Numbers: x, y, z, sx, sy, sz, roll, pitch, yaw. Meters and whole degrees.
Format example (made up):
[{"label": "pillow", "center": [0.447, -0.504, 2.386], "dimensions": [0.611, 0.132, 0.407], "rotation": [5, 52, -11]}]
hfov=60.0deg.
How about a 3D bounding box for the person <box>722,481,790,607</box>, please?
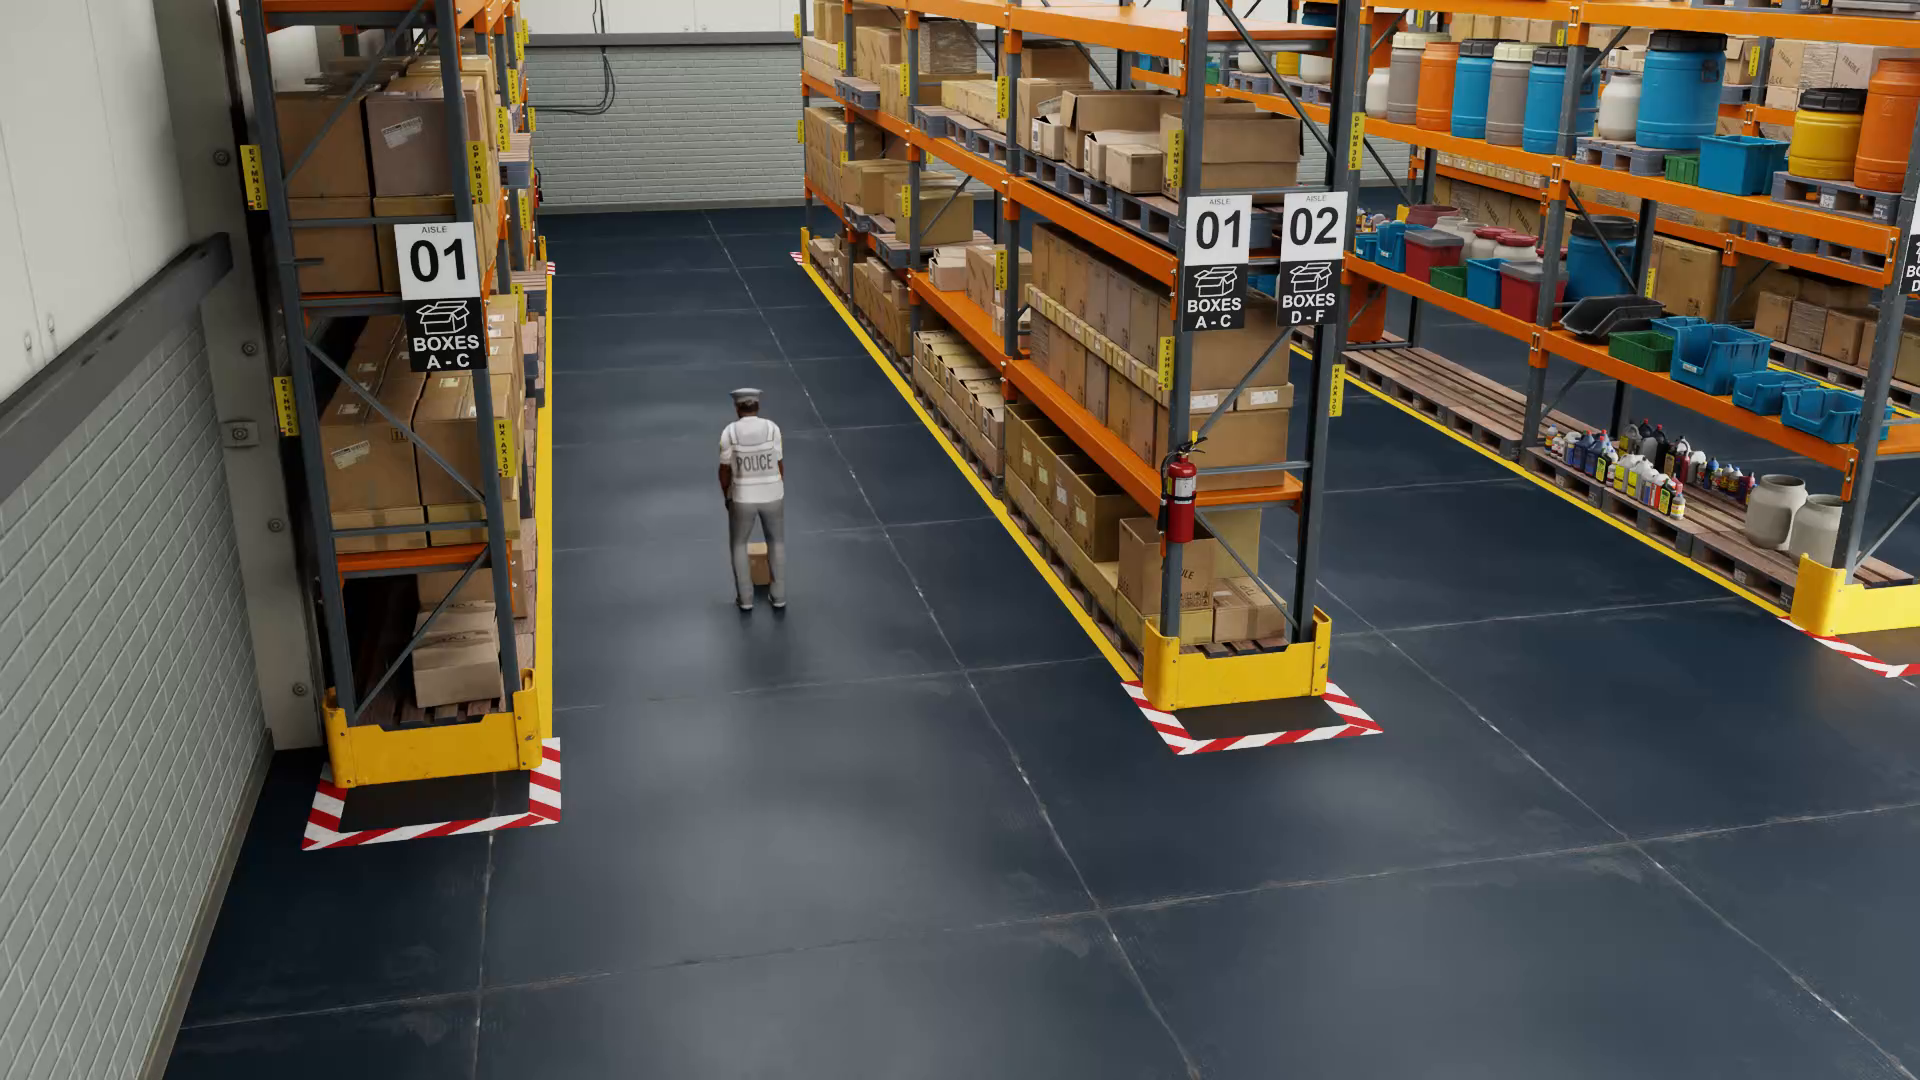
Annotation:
[{"label": "person", "center": [-1.502, 0.040, 12.244], "dimensions": [0.473, 0.846, 0.871], "rotation": [-5, 20, -12]}]
